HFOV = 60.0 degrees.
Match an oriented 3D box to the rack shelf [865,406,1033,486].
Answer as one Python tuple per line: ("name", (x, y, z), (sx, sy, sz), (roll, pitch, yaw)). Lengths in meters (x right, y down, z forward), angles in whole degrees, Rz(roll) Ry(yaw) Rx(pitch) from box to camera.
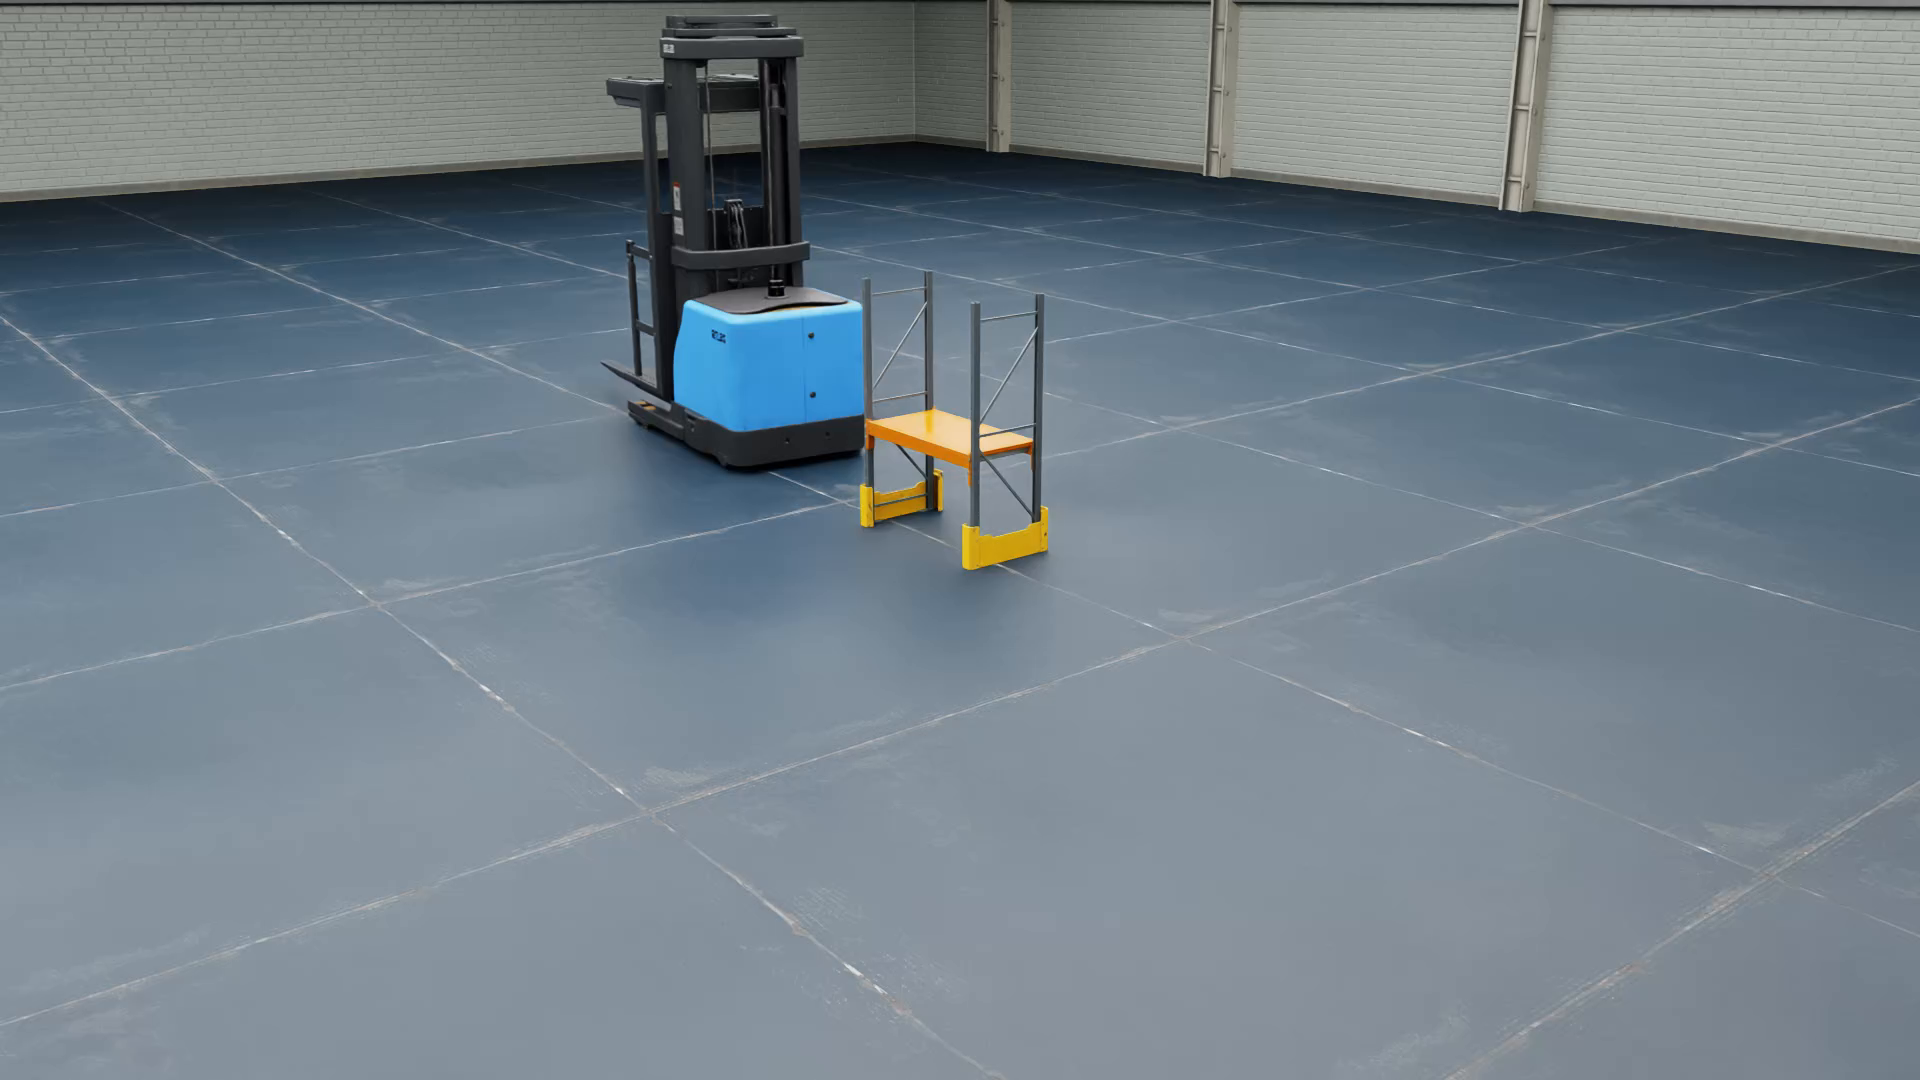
("rack shelf", (-0.053, -0.562, 9.747), (0.538, 0.185, 1.000), (-14, 23, -36))

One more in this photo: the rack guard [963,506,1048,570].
("rack guard", (0.262, -0.015, 9.509), (0.587, 0.250, 0.087), (-14, 23, -36))

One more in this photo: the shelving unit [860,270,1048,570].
("shelving unit", (-0.047, -0.731, 9.683), (0.587, 1.500, 1.083), (-14, 23, -36))

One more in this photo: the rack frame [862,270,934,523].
("rack frame", (-0.369, -0.858, 10.069), (0.500, 1.500, 0.032), (-14, 23, -36))

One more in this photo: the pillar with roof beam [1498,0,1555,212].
("pillar with roof beam", (4.846, -8.310, 20.643), (9.100, 9.000, 0.400), (-14, 23, -36))

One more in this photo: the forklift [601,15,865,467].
("forklift", (-1.843, -2.292, 12.120), (1.130, 2.935, 3.031), (-11, 21, -30))

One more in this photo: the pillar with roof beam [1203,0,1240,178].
("pillar with roof beam", (1.121, -9.788, 25.108), (9.100, 9.000, 0.400), (-14, 23, -36))

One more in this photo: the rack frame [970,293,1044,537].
("rack frame", (0.263, -0.608, 9.312), (0.500, 1.500, 0.032), (-14, 23, -36))

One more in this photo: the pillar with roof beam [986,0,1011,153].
("pillar with roof beam", (-2.604, -11.267, 29.573), (9.100, 9.000, 0.400), (-14, 23, -36))

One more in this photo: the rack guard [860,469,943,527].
("rack guard", (-0.357, -0.260, 10.251), (0.587, 0.250, 0.087), (-14, 23, -36))
